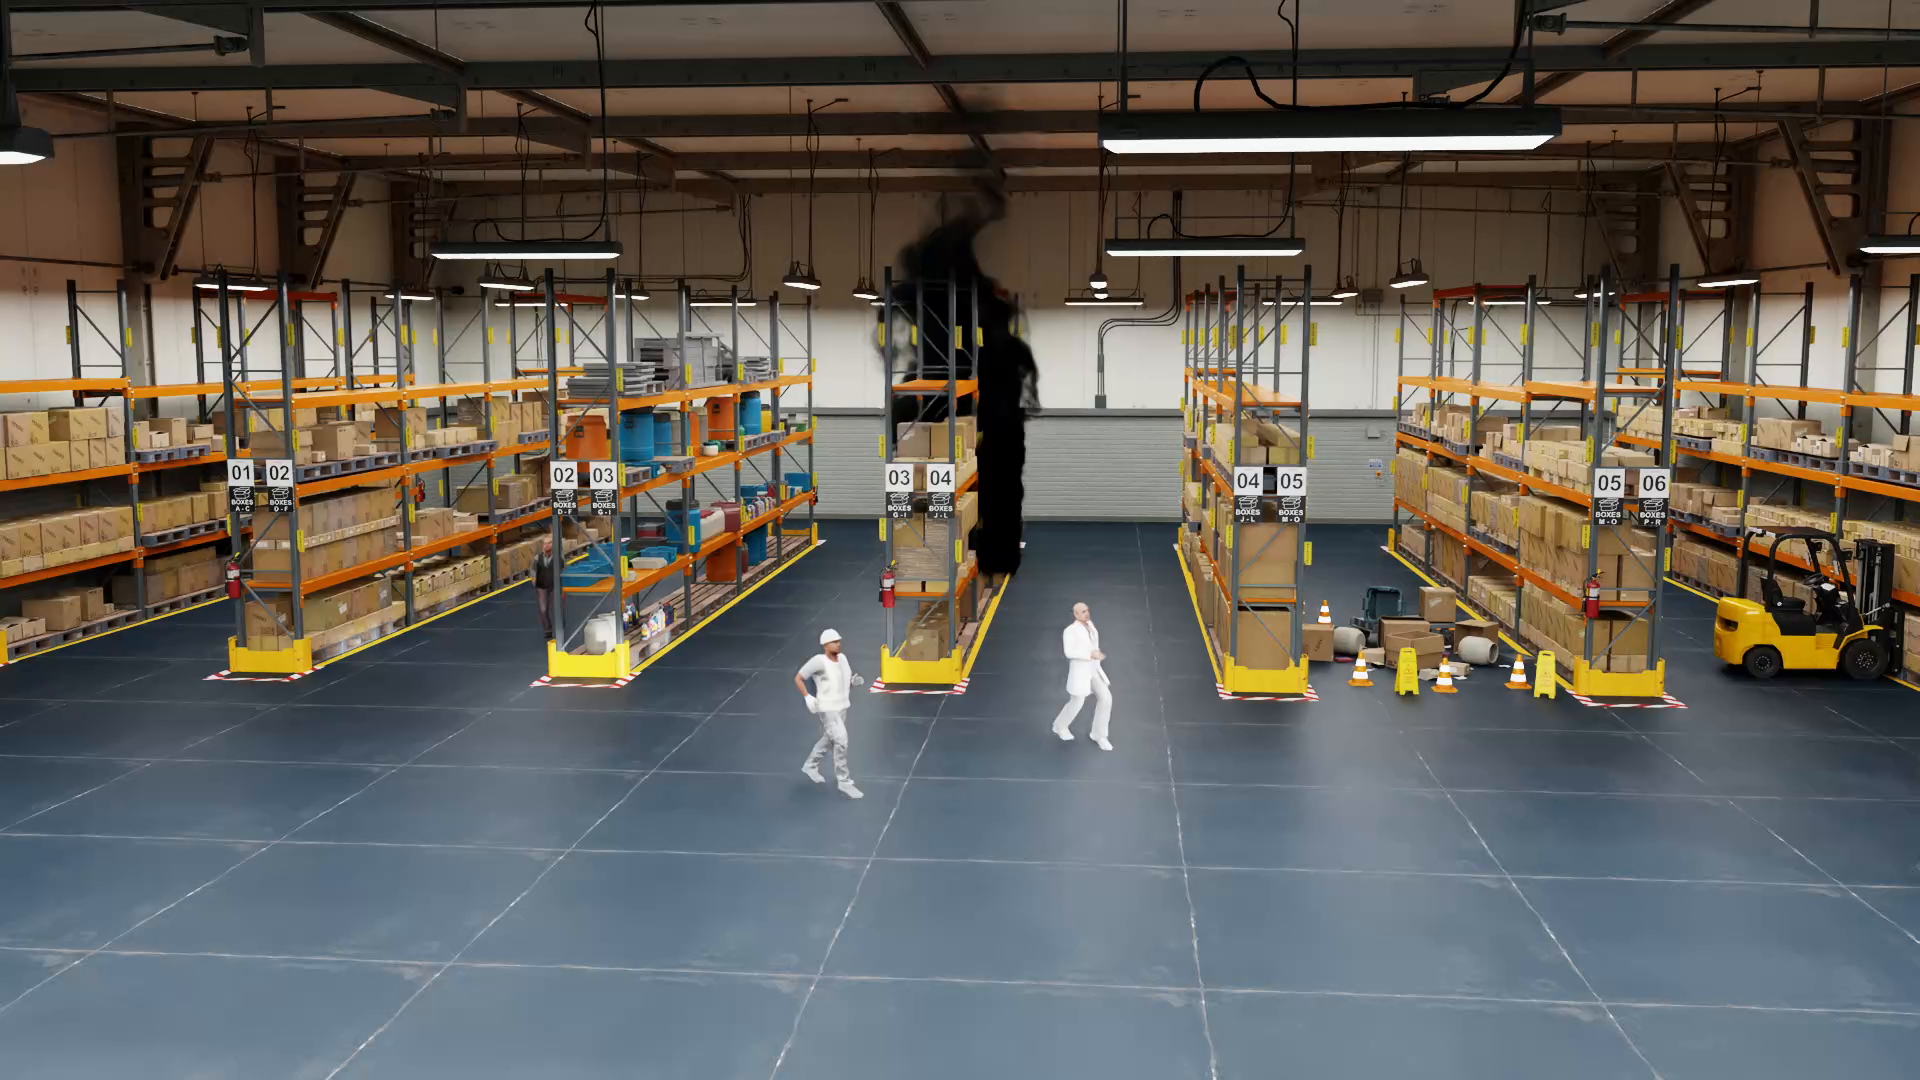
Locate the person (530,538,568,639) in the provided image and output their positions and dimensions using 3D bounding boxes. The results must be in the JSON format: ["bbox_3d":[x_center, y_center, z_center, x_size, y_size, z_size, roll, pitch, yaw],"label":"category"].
[{"bbox_3d":[-6.867,0.802,27.794,0.657,1.671,0.612,0,7,-3],"label":"person"}]

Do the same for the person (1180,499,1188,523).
[{"bbox_3d":[5.742,-0.798,40.626,0.699,1.800,0.718,-1,7,-8],"label":"person"}]

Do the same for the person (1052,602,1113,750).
[{"bbox_3d":[1.514,1.667,20.469,0.719,1.826,0.866,-6,9,-42],"label":"person"}]

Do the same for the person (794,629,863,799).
[{"bbox_3d":[-1.411,1.883,18.307,0.897,1.818,0.671,4,8,28],"label":"person"}]
